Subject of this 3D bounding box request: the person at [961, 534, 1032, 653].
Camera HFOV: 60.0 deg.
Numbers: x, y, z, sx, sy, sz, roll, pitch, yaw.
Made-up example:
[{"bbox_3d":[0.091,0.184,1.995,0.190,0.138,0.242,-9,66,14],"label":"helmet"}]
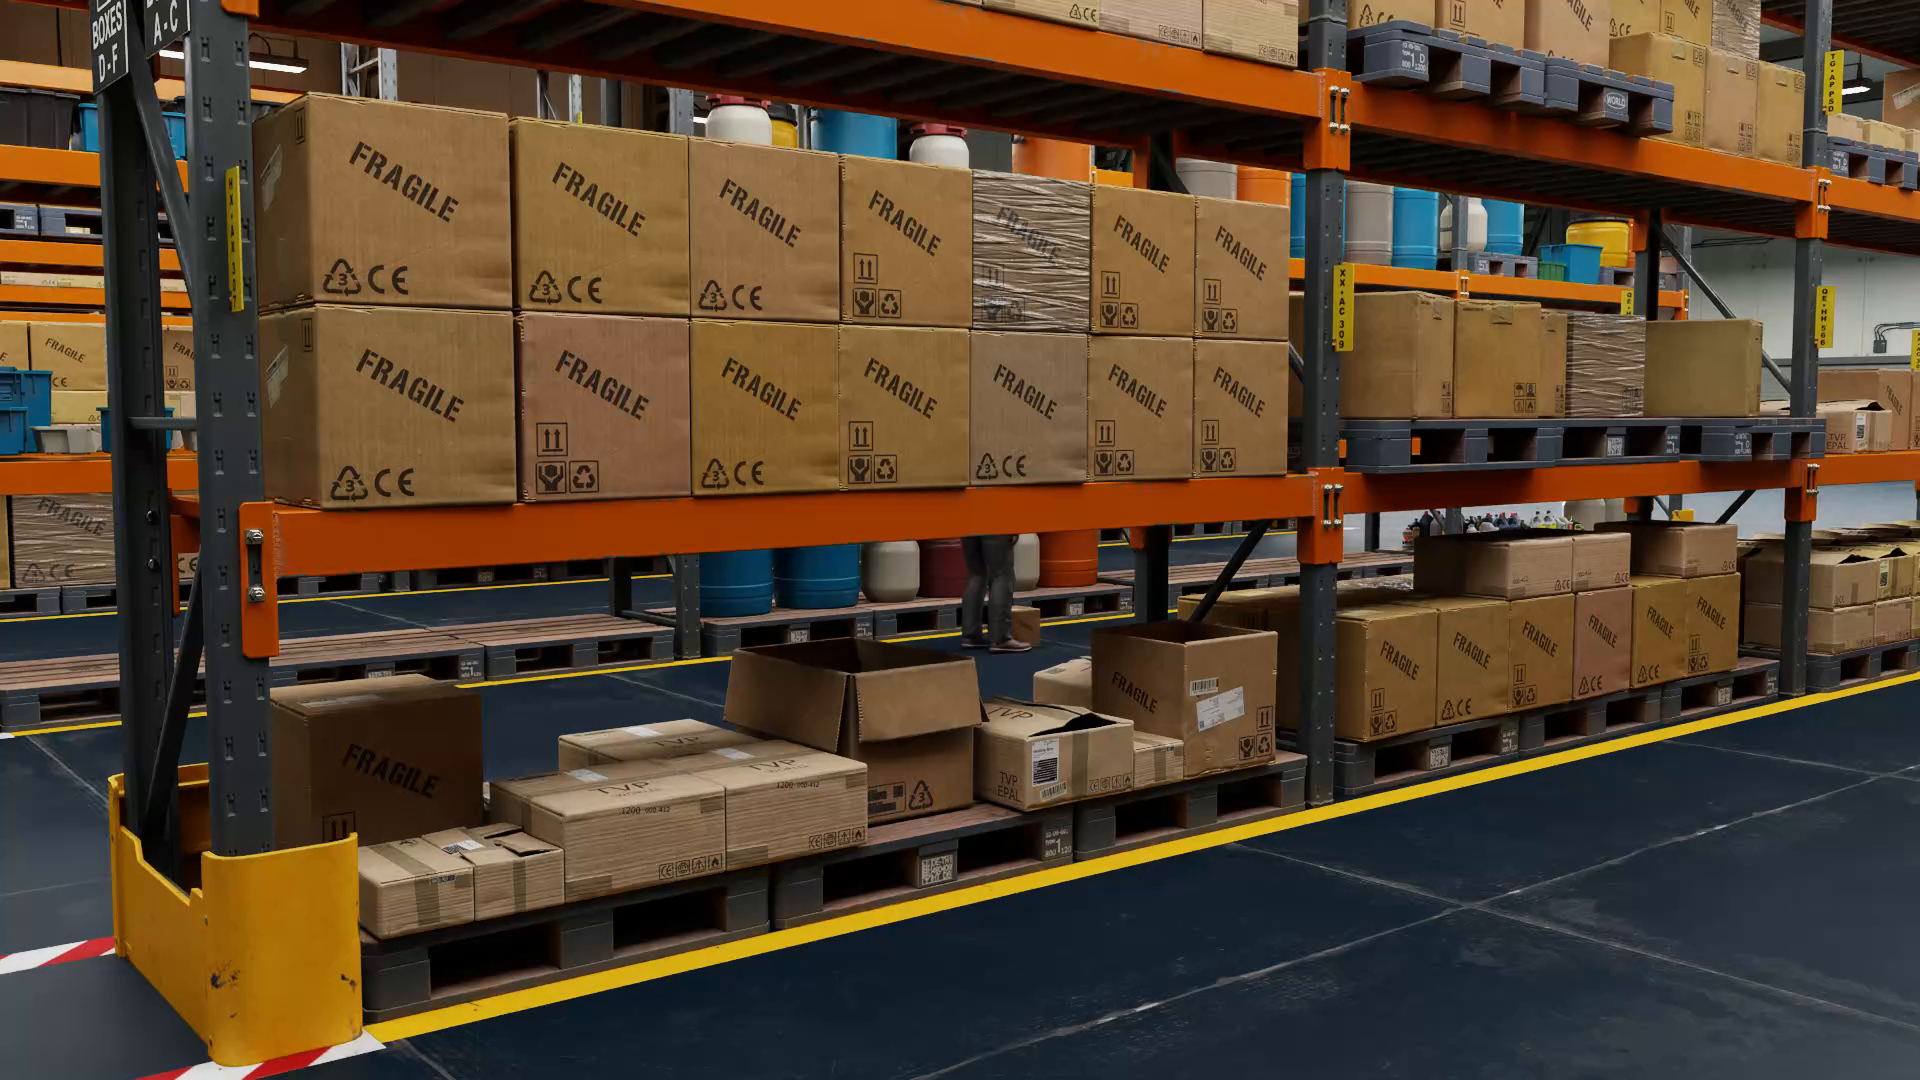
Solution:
[{"bbox_3d":[0.188,-0.113,10.740,0.347,1.656,0.530,-4,6,-42],"label":"person"}]
